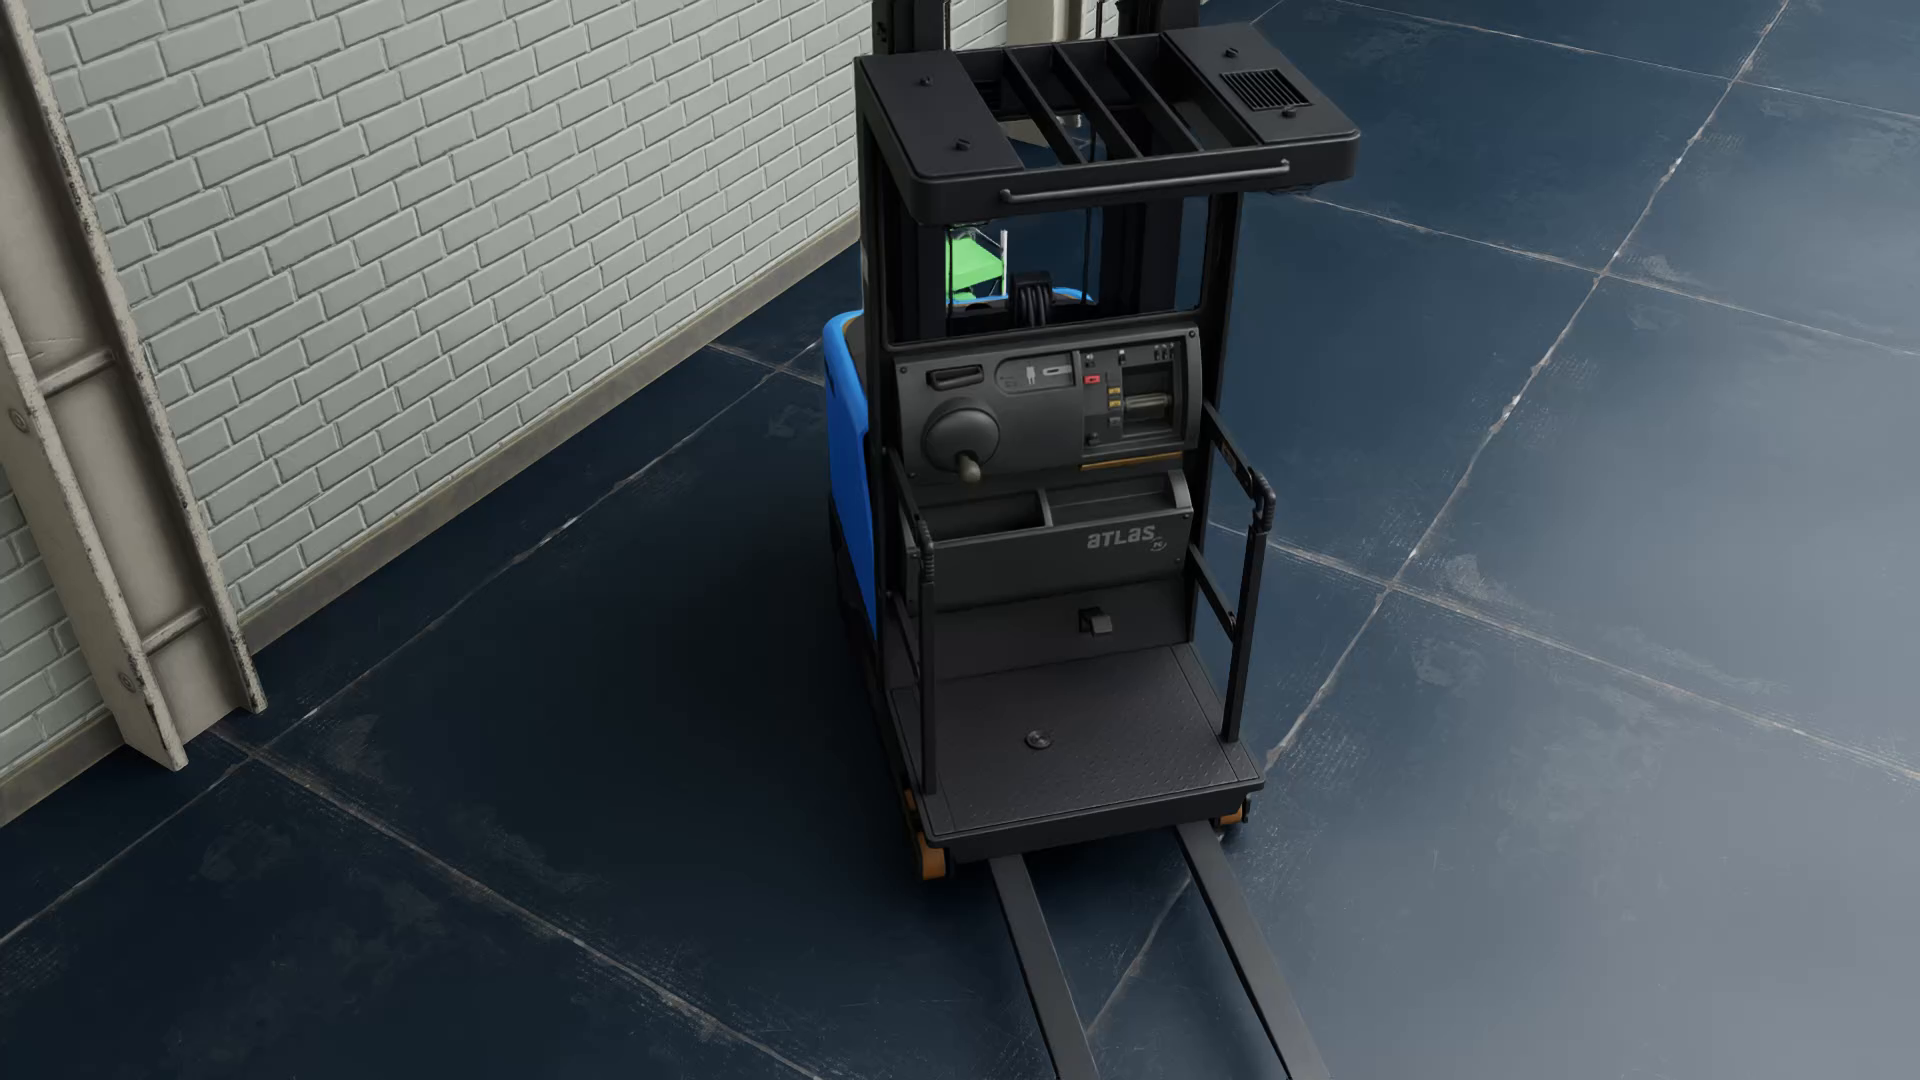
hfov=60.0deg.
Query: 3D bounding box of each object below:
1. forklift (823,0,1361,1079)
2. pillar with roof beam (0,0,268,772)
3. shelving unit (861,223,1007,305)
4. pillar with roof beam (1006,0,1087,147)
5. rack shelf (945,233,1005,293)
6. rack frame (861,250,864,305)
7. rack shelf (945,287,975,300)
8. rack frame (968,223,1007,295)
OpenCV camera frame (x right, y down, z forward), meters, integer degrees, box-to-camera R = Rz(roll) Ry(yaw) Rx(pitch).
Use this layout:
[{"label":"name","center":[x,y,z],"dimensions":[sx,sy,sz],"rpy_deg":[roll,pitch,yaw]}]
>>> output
[{"label":"forklift","center":[0.323,-0.331,4.779],"dimensions":[1.130,2.935,3.031],"rpy_deg":[-8,38,-11]},{"label":"pillar with roof beam","center":[0.915,-1.510,1.338],"dimensions":[9.100,9.000,0.400],"rpy_deg":[21,42,25]},{"label":"shelving unit","center":[-0.097,-0.675,6.644],"dimensions":[0.503,1.200,0.258],"rpy_deg":[-22,43,-26]},{"label":"pillar with roof beam","center":[4.130,-4.603,5.351],"dimensions":[9.100,9.000,0.400],"rpy_deg":[21,42,25]},{"label":"rack shelf","center":[-0.097,-1.005,6.389],"dimensions":[0.480,0.148,0.258],"rpy_deg":[-22,43,-26]},{"label":"rack frame","center":[-0.300,-0.592,6.536],"dimensions":[0.015,1.200,0.240],"rpy_deg":[-22,43,-26]},{"label":"rack shelf","center":[-0.097,-0.815,6.536],"dimensions":[0.480,0.148,0.258],"rpy_deg":[-22,43,-26]},{"label":"rack frame","center":[0.105,-0.759,6.751],"dimensions":[0.015,1.200,0.240],"rpy_deg":[-22,43,-26]}]
